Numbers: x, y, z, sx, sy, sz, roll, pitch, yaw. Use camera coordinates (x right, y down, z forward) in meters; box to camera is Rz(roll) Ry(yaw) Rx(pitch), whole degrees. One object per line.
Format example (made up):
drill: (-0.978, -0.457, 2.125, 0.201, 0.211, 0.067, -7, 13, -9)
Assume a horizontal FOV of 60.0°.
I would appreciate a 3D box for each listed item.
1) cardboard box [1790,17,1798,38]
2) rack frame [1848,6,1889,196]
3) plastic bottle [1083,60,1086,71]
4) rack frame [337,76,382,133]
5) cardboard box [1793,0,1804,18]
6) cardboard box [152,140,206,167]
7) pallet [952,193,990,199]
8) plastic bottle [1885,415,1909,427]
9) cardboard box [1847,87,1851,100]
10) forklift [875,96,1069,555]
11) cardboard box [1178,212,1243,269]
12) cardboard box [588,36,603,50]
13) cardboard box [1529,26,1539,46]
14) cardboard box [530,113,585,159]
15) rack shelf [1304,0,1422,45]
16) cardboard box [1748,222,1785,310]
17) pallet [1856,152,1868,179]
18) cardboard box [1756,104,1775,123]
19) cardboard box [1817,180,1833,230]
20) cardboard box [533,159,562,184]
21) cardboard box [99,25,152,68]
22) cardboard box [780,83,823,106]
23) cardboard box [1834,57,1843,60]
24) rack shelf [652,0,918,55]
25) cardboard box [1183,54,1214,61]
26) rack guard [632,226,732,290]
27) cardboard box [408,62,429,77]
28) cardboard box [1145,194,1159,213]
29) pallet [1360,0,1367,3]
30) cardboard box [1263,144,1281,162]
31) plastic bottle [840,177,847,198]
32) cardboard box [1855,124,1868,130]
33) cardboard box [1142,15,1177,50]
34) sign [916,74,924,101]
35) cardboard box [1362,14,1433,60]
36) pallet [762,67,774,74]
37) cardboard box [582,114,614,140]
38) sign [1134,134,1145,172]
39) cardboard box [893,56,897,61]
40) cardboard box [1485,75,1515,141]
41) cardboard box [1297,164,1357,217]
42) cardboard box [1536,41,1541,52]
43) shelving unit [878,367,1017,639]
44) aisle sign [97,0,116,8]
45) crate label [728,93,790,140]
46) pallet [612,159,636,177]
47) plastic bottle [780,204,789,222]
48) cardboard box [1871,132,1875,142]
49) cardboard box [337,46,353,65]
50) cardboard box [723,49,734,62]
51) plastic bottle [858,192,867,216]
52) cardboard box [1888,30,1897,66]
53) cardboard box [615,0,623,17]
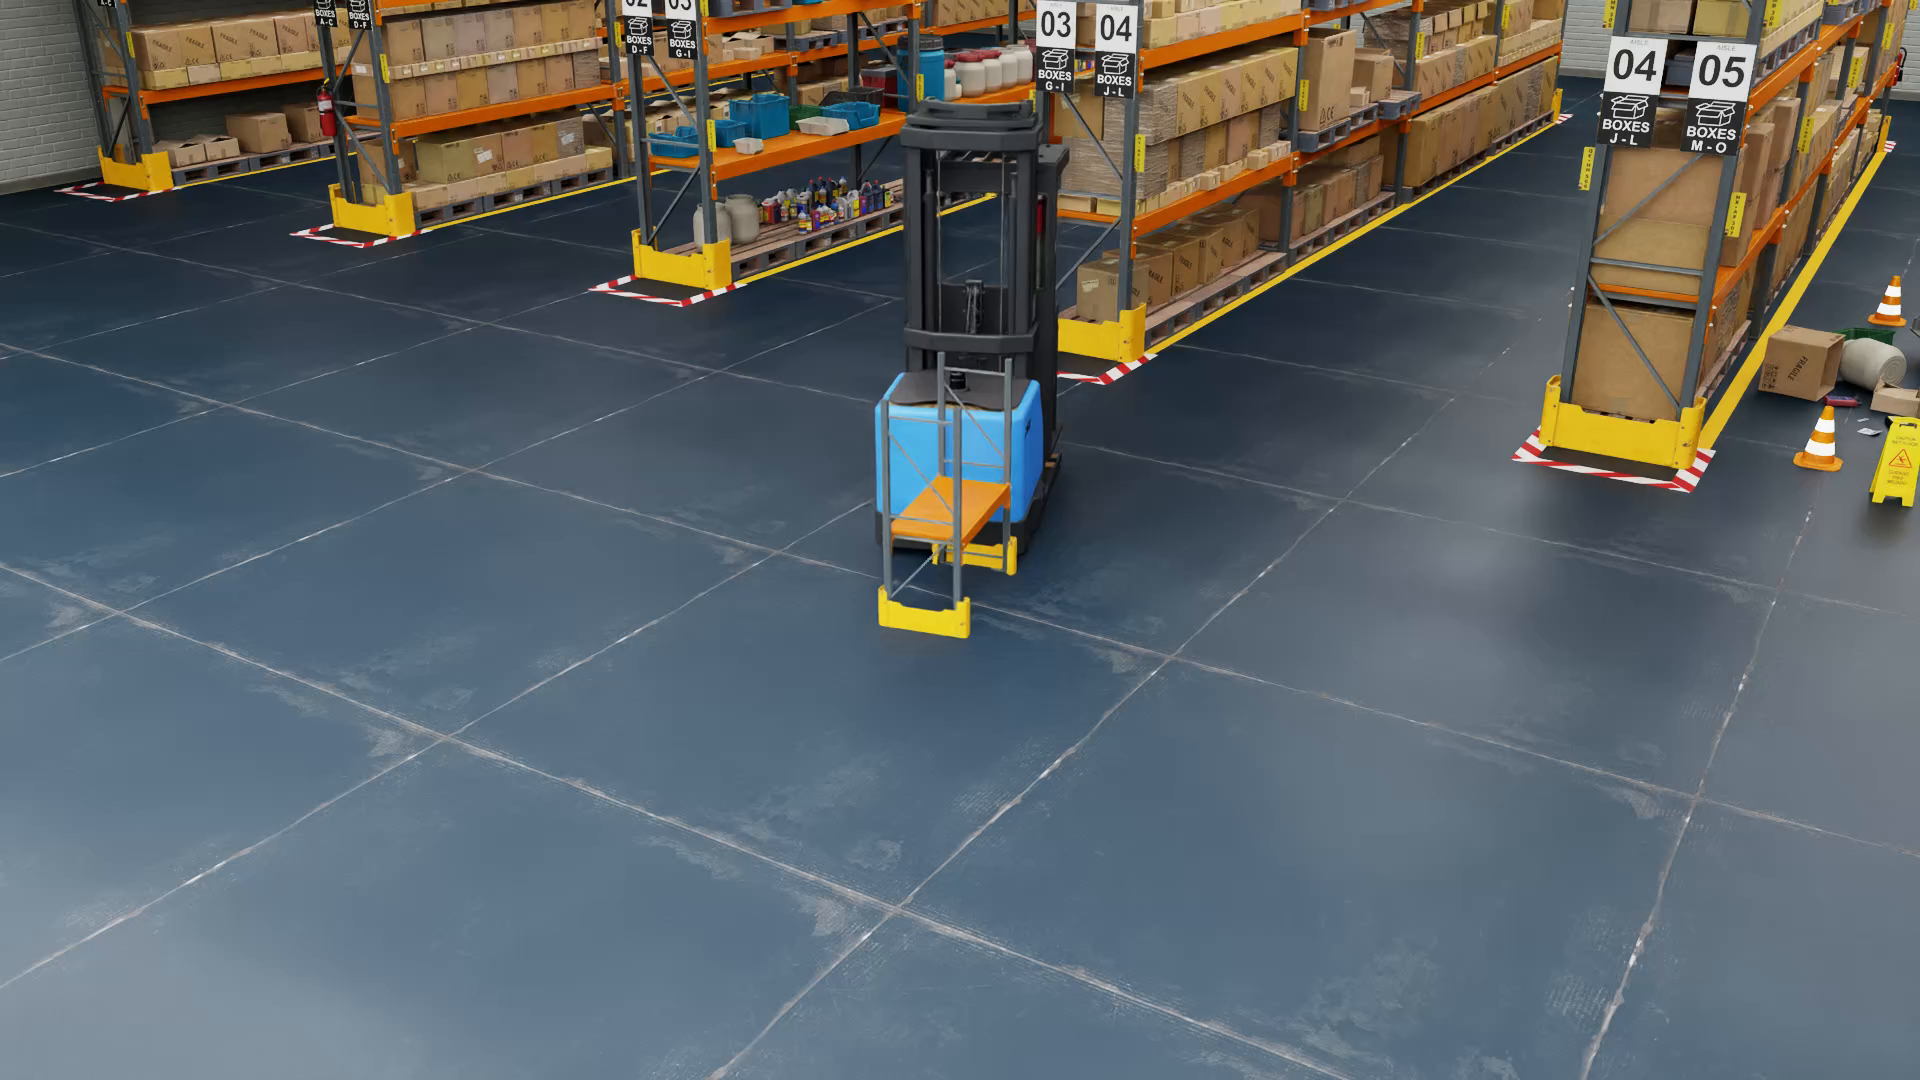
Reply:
cardboard box: (6.557, -4.168, 13.489, 0.380, 0.149, 0.250, 14, 27, 29)
rack frame: (11.634, -6.158, 22.199, 1.000, 3.000, 0.127, 14, 27, 29)
plastic bottle: (1.795, -6.973, 24.331, 0.097, 0.201, 0.097, 0, 23, 0)
rack frame: (-9.371, -7.645, 25.635, 1.000, 3.000, 0.127, 14, 27, 29)
cardboard box: (6.575, -4.411, 13.547, 0.500, 0.250, 0.500, 14, 27, 29)
cardboard box: (-11.039, -5.478, 23.459, 0.500, 0.311, 0.500, 11, 26, 23)
pallet: (0.070, -4.976, 22.979, 1.003, 0.211, 1.213, 14, 27, 29)
plastic bottle: (7.853, -0.988, 13.956, 0.133, 0.061, 0.283, 5, 24, 11)
cardboard box: (10.768, -5.529, 20.535, 0.380, 0.149, 0.250, 13, 27, 27)
forklift: (0.186, -1.795, 12.207, 1.130, 2.935, 3.031, 4, 24, 10)
cardboard box: (2.713, -3.255, 18.112, 0.500, 0.500, 0.500, -18, 29, -36)
cardboard box: (-5.122, -6.815, 22.775, 0.380, 0.149, 0.250, 14, 27, 29)
cardboard box: (8.746, -7.910, 26.061, 0.500, 0.250, 0.500, 14, 27, 29)
cardboard box: (-5.493, -5.515, 22.702, 0.500, 0.500, 0.500, 14, 27, 29)
rack shelf: (4.309, -6.253, 19.548, 1.077, 0.370, 4.000, 14, 27, 29)
cardboard box: (7.665, -2.846, 16.853, 1.050, 0.750, 0.750, 14, 27, 29)
pallet: (12.601, -5.526, 24.248, 1.003, 0.211, 1.213, 14, 27, 29)
cardboard box: (6.598, -3.541, 14.607, 0.875, 0.550, 0.550, 14, 27, 29)
cardboard box: (10.114, -4.039, 19.921, 0.500, 0.500, 0.500, 13, 26, 27)
cardboard box: (-5.742, -4.999, 22.453, 0.500, 0.250, 0.500, 14, 27, 29)
cardboard box: (-11.412, -6.783, 22.863, 0.500, 0.500, 0.500, 14, 27, 28)
cardboard box: (-2.567, -7.107, 26.984, 0.500, 0.500, 0.500, 15, 28, 31)
cardboard box: (10.900, -5.892, 20.624, 0.380, 0.149, 0.250, 13, 26, 27)
rack shelf: (-2.009, -5.941, 18.827, 1.077, 0.370, 4.000, 14, 27, 29)
cardboard box: (2.274, -4.736, 17.156, 0.500, 0.500, 0.500, 14, 27, 29)
rack guard: (-3.064, -3.108, 18.299, 1.175, 0.500, 0.348, 14, 27, 29)
cardboard box: (-6.743, -5.779, 20.381, 0.380, 0.149, 0.250, 13, 27, 28)
cardboard box: (1.645, -3.192, 15.665, 0.380, 0.149, 0.250, 14, 27, 29)
pallet: (4.215, -6.358, 19.123, 1.213, 0.211, 1.003, 14, 27, 29)
cardboard box: (3.250, -4.199, 17.991, 0.380, 0.149, 0.250, 14, 27, 29)
plastic bottle: (-1.494, -4.503, 21.257, 0.097, 0.271, 0.097, 0, 23, 0)
cardboard box: (12.838, -5.910, 23.938, 0.380, 0.149, 0.250, 14, 27, 29)
cardboard box: (1.618, -4.597, 15.007, 0.500, 0.250, 0.500, 15, 27, 30)
sign: (-0.492, -5.577, 20.509, 0.100, 0.325, 0.005, 14, 27, 29)
cardboard box: (5.763, -6.631, 21.903, 0.797, 0.503, 0.637, 15, 28, 31)
pallet: (-4.040, -9.719, 33.936, 1.003, 0.211, 1.213, 14, 27, 29)
cardboard box: (-5.190, -5.993, 24.046, 0.500, 0.311, 0.500, 14, 27, 29)
sign: (1.605, -3.465, 14.888, 0.100, 0.325, 0.005, 14, 27, 29)
cardboard box: (-0.881, -8.615, 30.468, 0.500, 0.500, 0.500, 14, 27, 29)
cardboard box: (7.890, -6.655, 25.493, 0.875, 0.875, 0.875, 14, 27, 29)
cardboard box: (4.453, -4.323, 20.553, 0.700, 0.500, 0.500, 16, 28, 33)
cardboard box: (9.002, -7.844, 26.410, 0.380, 0.149, 0.250, 14, 27, 29)
shelving unit: (-0.065, -0.312, 10.582, 0.587, 1.500, 1.083, 8, 25, 17)
aisle sign: (-11.264, -7.401, 21.798, 0.394, 0.787, 0.004, 14, 27, 29)
crate label: (-2.323, -4.913, 19.279, 0.502, 0.435, 0.616, 14, 27, 29)
pallet: (-4.805, -5.586, 24.387, 1.003, 0.211, 1.213, 14, 27, 29)
plastic bottle: (-2.122, -3.955, 20.079, 0.097, 0.201, 0.097, 0, 23, 0)
cardboard box: (13.174, -5.938, 24.375, 0.380, 0.149, 0.250, 14, 27, 30)
cardboard box: (-9.363, -7.362, 25.145, 0.500, 0.250, 0.500, 14, 27, 29)
cardboard box: (-3.675, -7.401, 25.387, 0.380, 0.149, 0.250, 16, 28, 33)
plastic bottle: (-1.201, -4.118, 20.353, 0.061, 0.283, 0.133, 16, 28, 32)
cardboard box: (12.919, -6.973, 23.581, 0.500, 0.500, 0.500, 15, 28, 32)
cardboard box: (-6.240, -9.639, 29.715, 0.500, 0.500, 0.500, 14, 27, 29)
